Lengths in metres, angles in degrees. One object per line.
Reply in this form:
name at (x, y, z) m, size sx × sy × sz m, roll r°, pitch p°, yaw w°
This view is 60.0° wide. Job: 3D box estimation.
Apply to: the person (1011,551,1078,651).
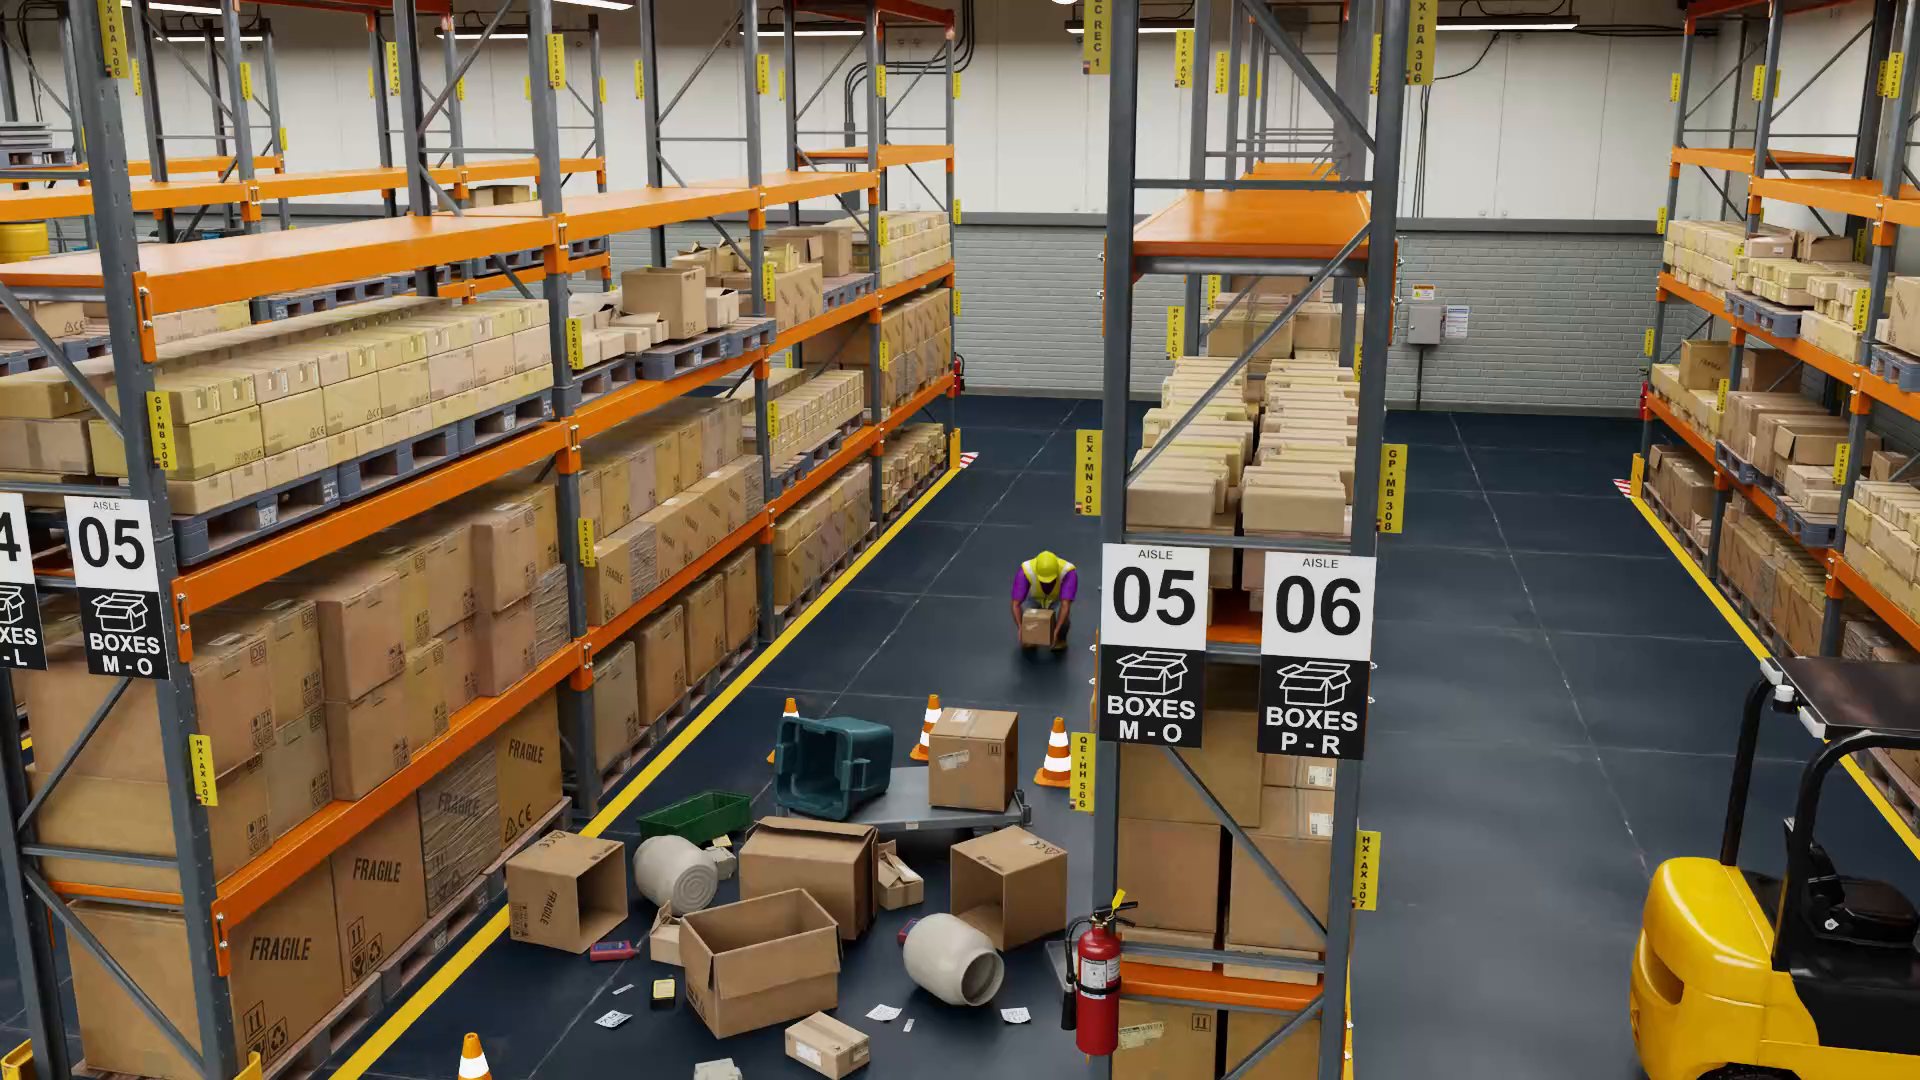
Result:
person at (0.775, 0.522, 14.999) m, size 0.584 × 0.998 × 0.889 m, roll 3°, pitch 15°, yaw 11°
